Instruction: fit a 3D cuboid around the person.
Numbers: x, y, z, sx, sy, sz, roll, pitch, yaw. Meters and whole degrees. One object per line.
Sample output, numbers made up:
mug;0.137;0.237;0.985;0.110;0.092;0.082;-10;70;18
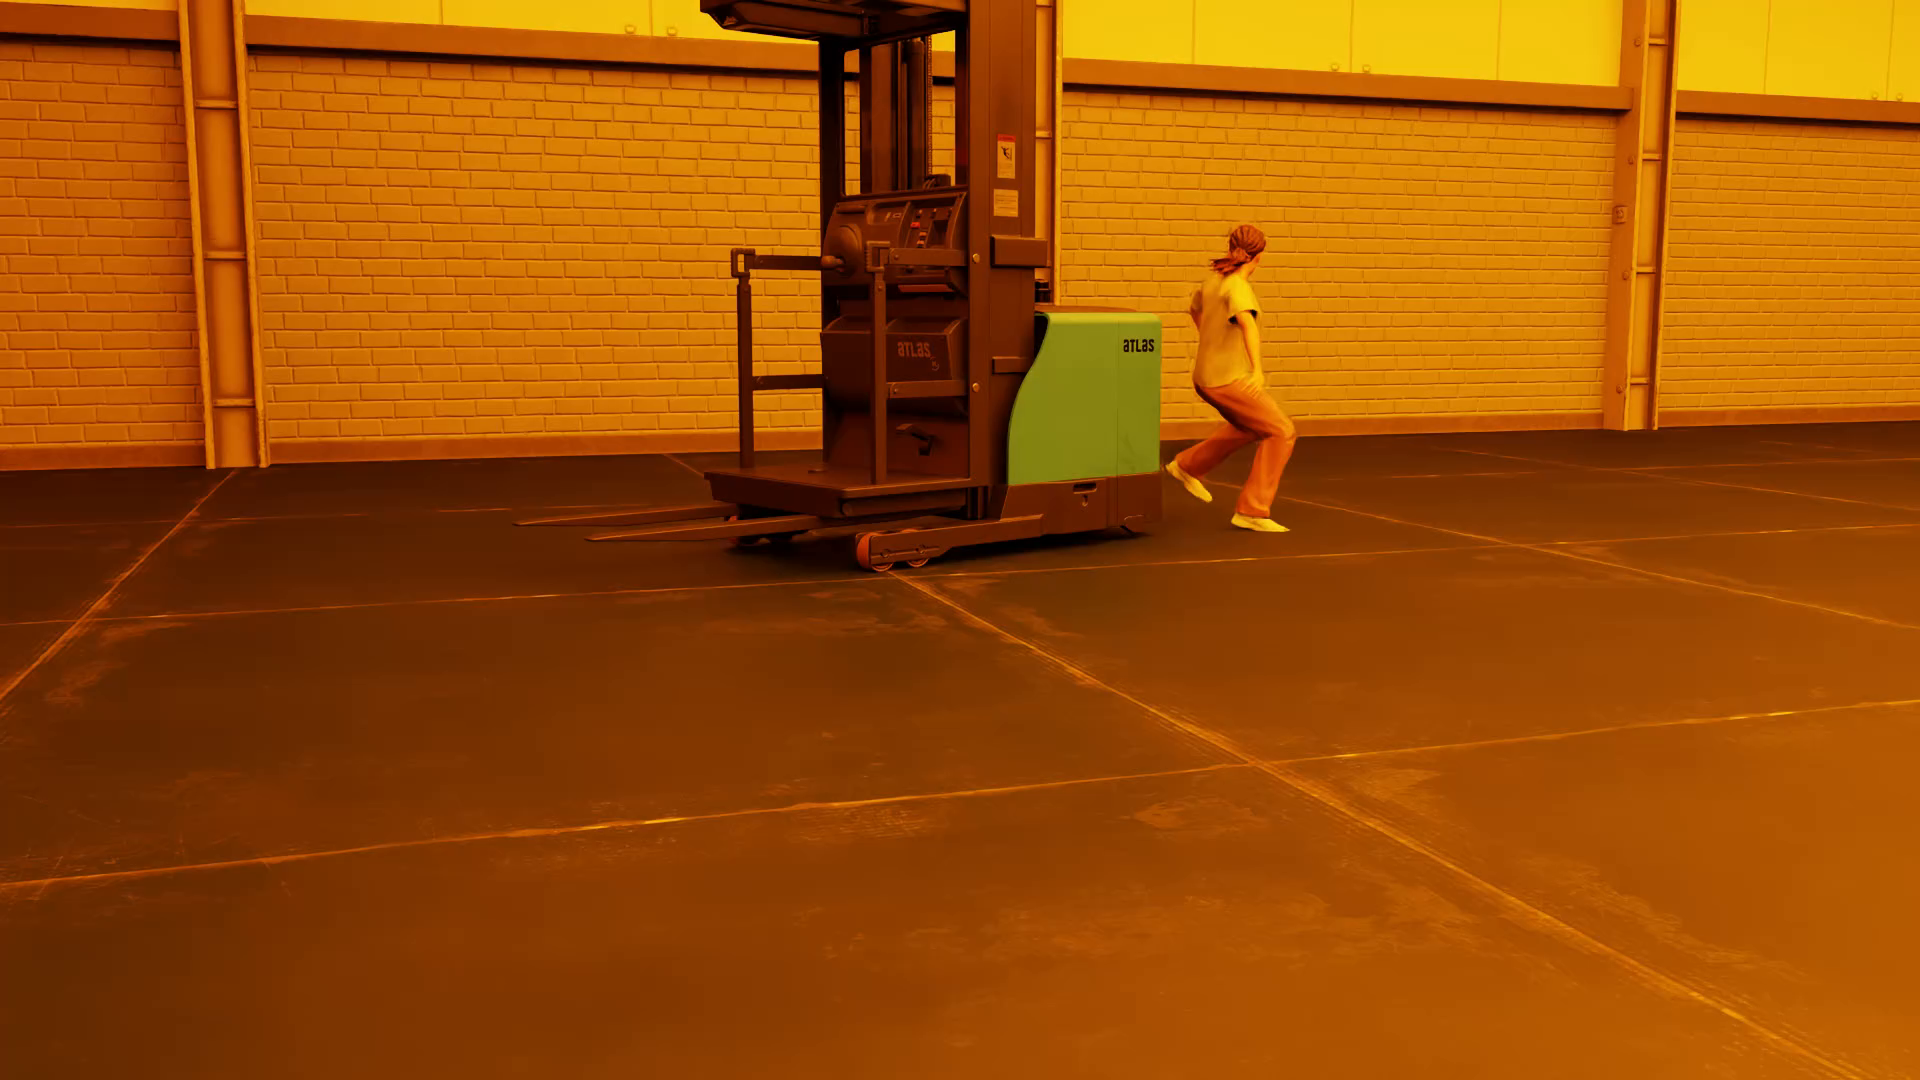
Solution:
person;1.400;-0.816;8.442;0.501;1.553;1.039;-1;8;-6

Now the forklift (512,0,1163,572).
forklift;-0.461;-1.399;7.333;3.031;2.935;1.130;-7;10;-40
